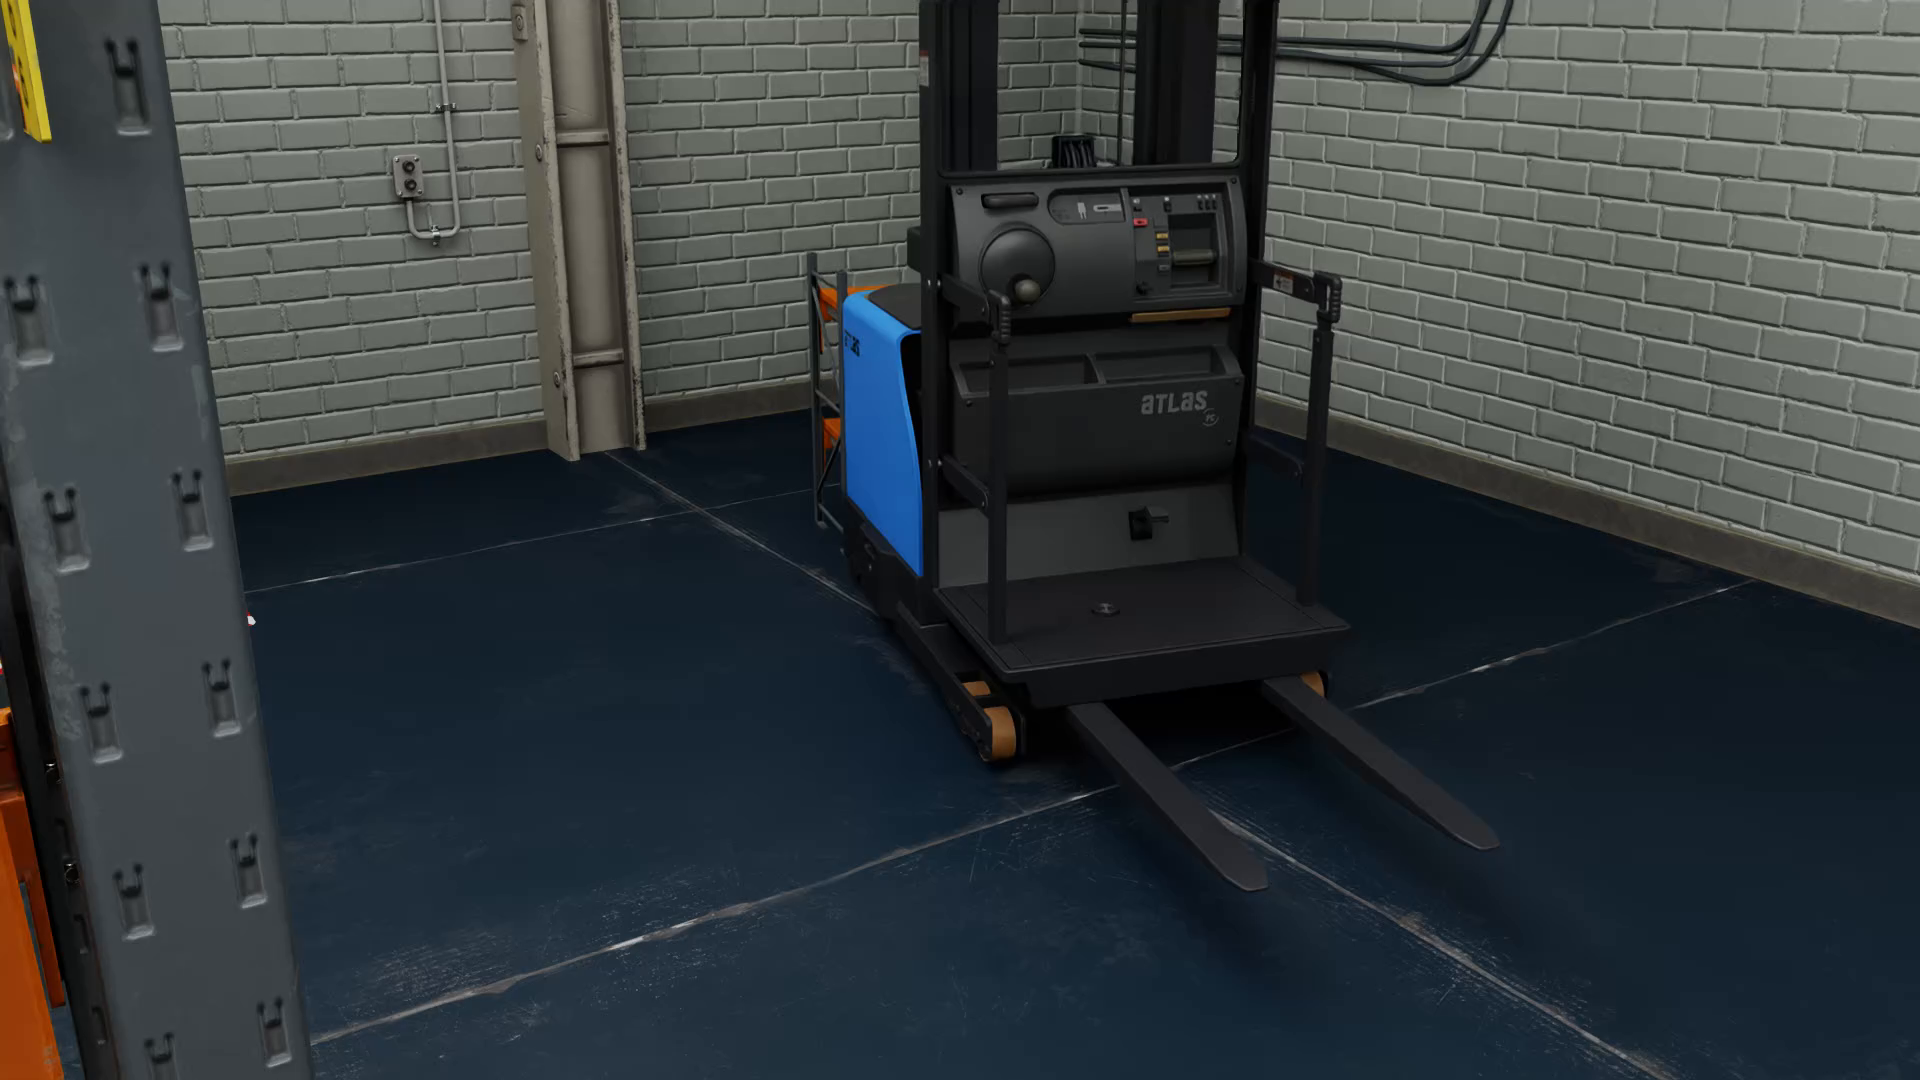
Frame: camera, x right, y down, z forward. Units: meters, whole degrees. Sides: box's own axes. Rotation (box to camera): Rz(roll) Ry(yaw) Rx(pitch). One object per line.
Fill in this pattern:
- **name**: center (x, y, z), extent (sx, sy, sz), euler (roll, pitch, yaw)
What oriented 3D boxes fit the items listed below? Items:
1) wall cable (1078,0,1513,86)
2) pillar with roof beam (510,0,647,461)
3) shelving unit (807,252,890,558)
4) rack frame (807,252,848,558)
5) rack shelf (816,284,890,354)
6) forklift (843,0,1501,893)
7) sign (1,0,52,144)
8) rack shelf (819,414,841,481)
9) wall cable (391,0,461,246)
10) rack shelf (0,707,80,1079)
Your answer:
- **wall cable**: center (1.379, -3.433, 7.698), extent (0.112, 2.526, 3.097), euler (-12, 22, -31)
- **pillar with roof beam**: center (0.606, -3.559, 3.221), extent (0.400, 9.000, 9.100), euler (-12, 22, -31)
- **shelving unit**: center (-0.034, -0.592, 6.739), extent (1.048, 1.125, 0.538), euler (-6, 20, -18)
- **rack frame**: center (-0.514, -0.538, 6.581), extent (0.032, 1.125, 0.500), euler (-6, 20, -18)
- **rack shelf**: center (-0.034, -0.869, 6.645), extent (1.000, 0.278, 0.538), euler (-6, 20, -18)
- **forklift**: center (0.493, -0.885, 4.786), extent (1.130, 2.935, 3.031), euler (-6, 20, -17)
- **sign**: center (-0.525, -0.383, 0.894), extent (0.005, 0.325, 0.100), euler (-12, 22, -31)
- **rack shelf**: center (-0.034, -0.360, 6.817), extent (1.000, 0.278, 0.538), euler (-6, 20, -18)
- **wall cable**: center (-2.992, -2.121, 6.750), extent (1.851, 1.984, 0.084), euler (-12, 22, -31)
- **rack shelf**: center (-2.484, 0.856, 0.653), extent (4.000, 0.370, 1.077), euler (-12, 22, -31)
